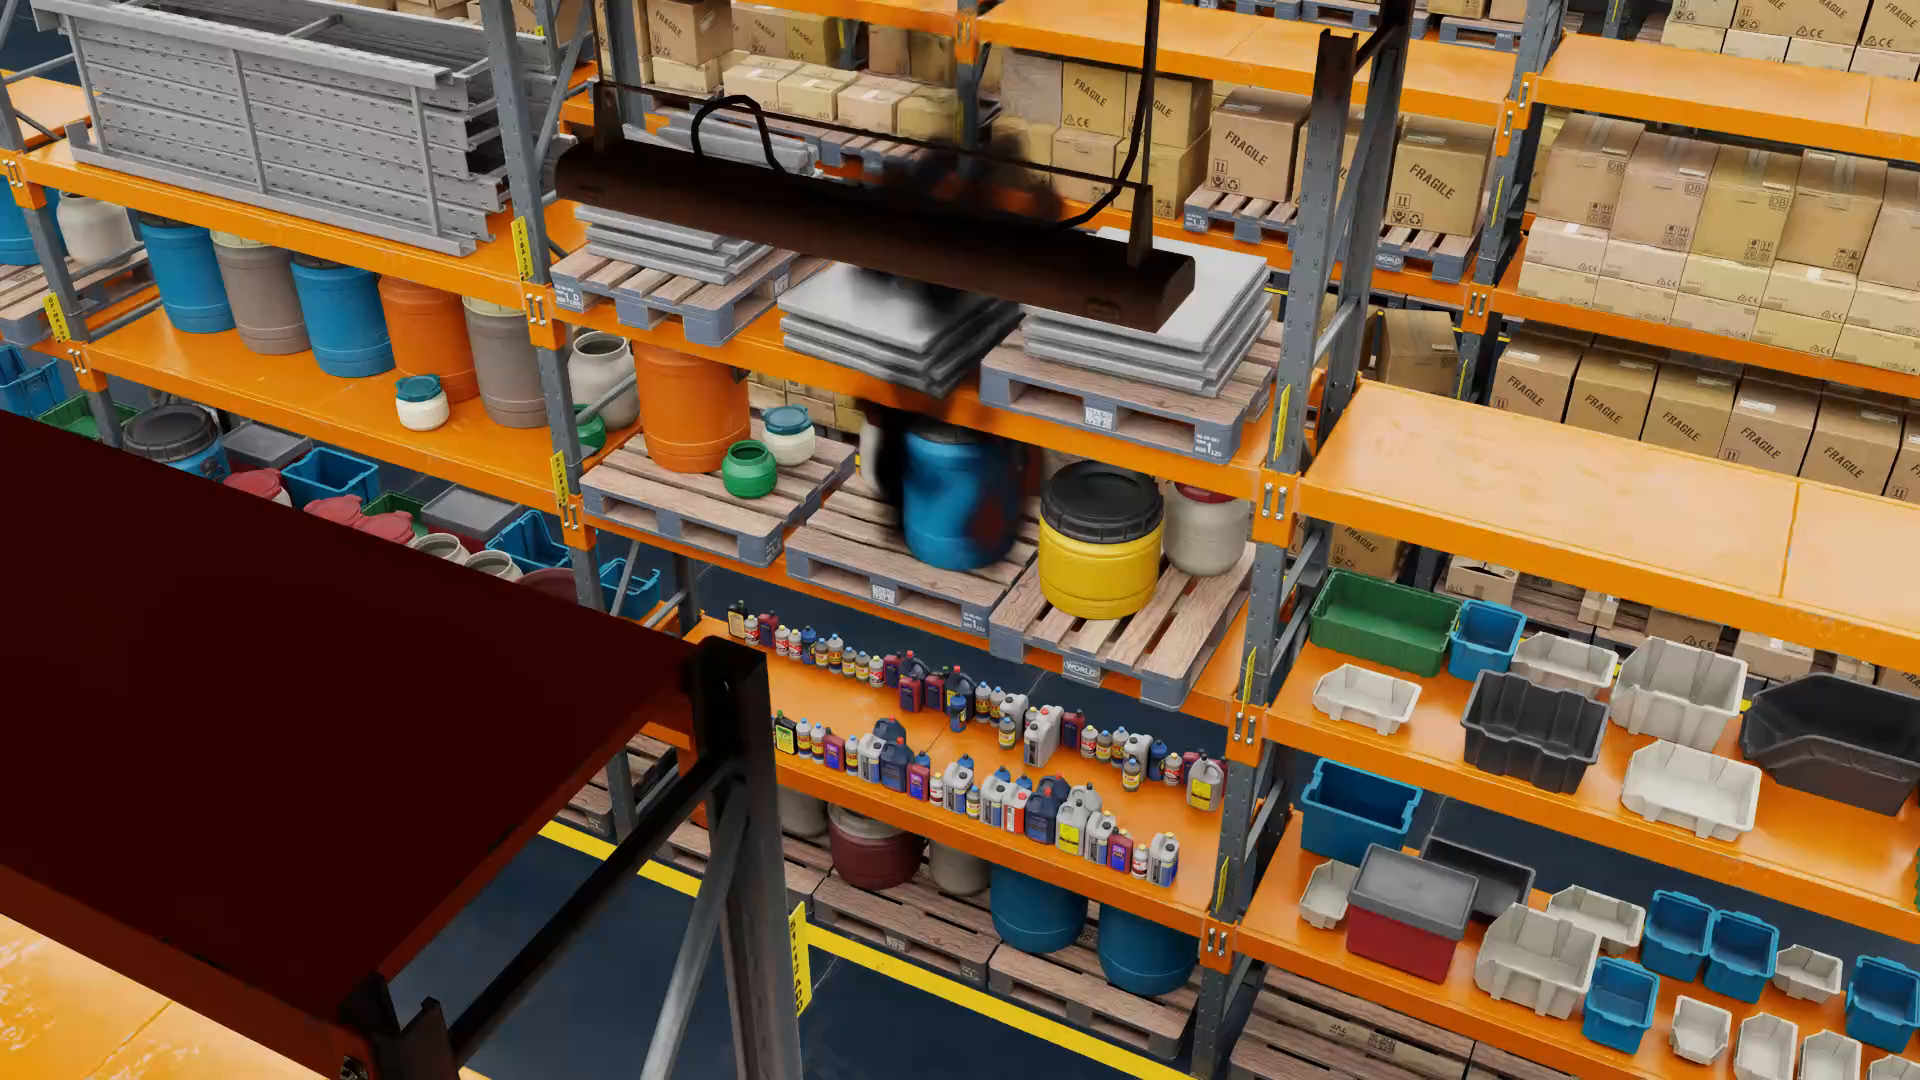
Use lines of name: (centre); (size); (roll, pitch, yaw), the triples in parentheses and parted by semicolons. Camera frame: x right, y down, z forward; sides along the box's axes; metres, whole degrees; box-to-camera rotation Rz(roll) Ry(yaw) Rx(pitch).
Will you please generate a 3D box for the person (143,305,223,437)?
person: (-6.776, -1.405, 14.373); (0.605, 1.735, 0.686); (7, 36, 10)
